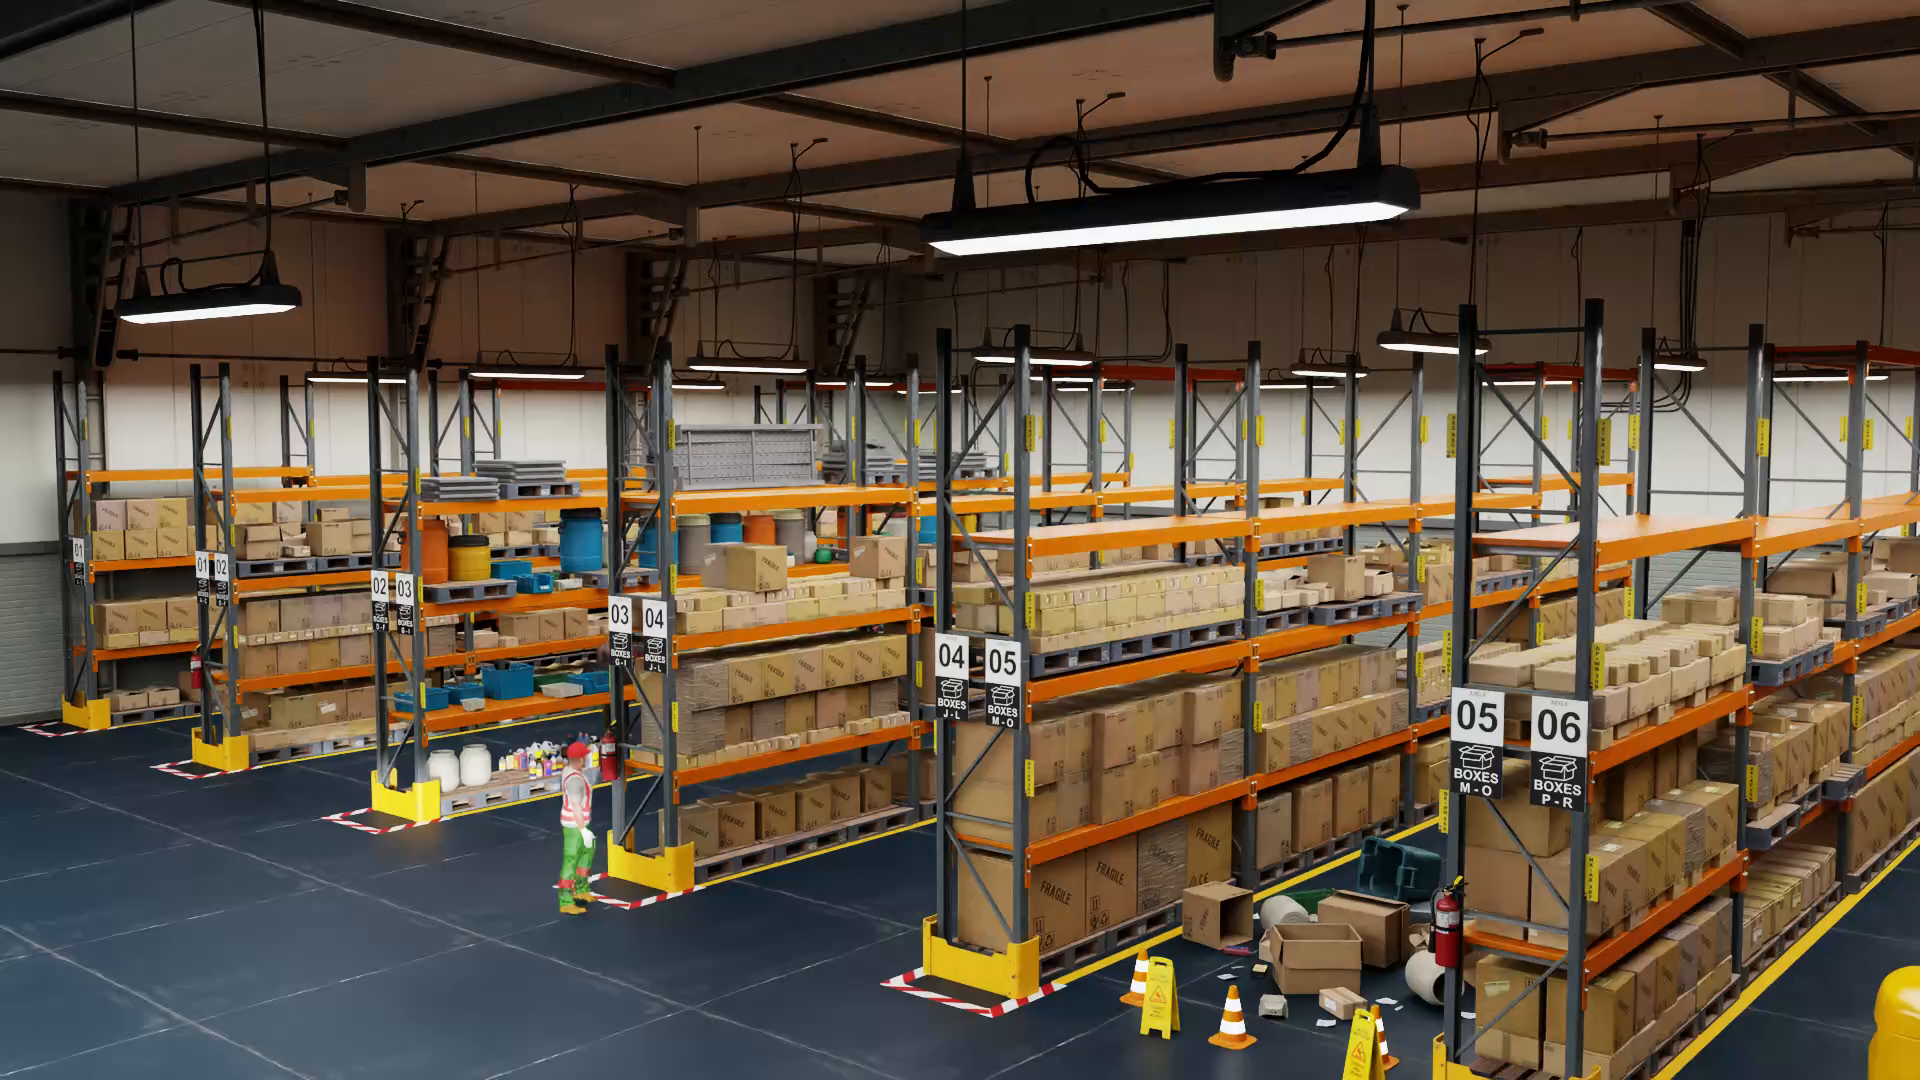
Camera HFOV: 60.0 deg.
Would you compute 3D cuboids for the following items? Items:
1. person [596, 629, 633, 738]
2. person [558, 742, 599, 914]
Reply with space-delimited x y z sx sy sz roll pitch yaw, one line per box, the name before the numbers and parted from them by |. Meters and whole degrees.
person | -5.637 2.425 27.009 0.456 1.594 0.616 4 6 42
person | -4.028 3.023 17.574 0.402 1.830 0.676 0 4 -6
